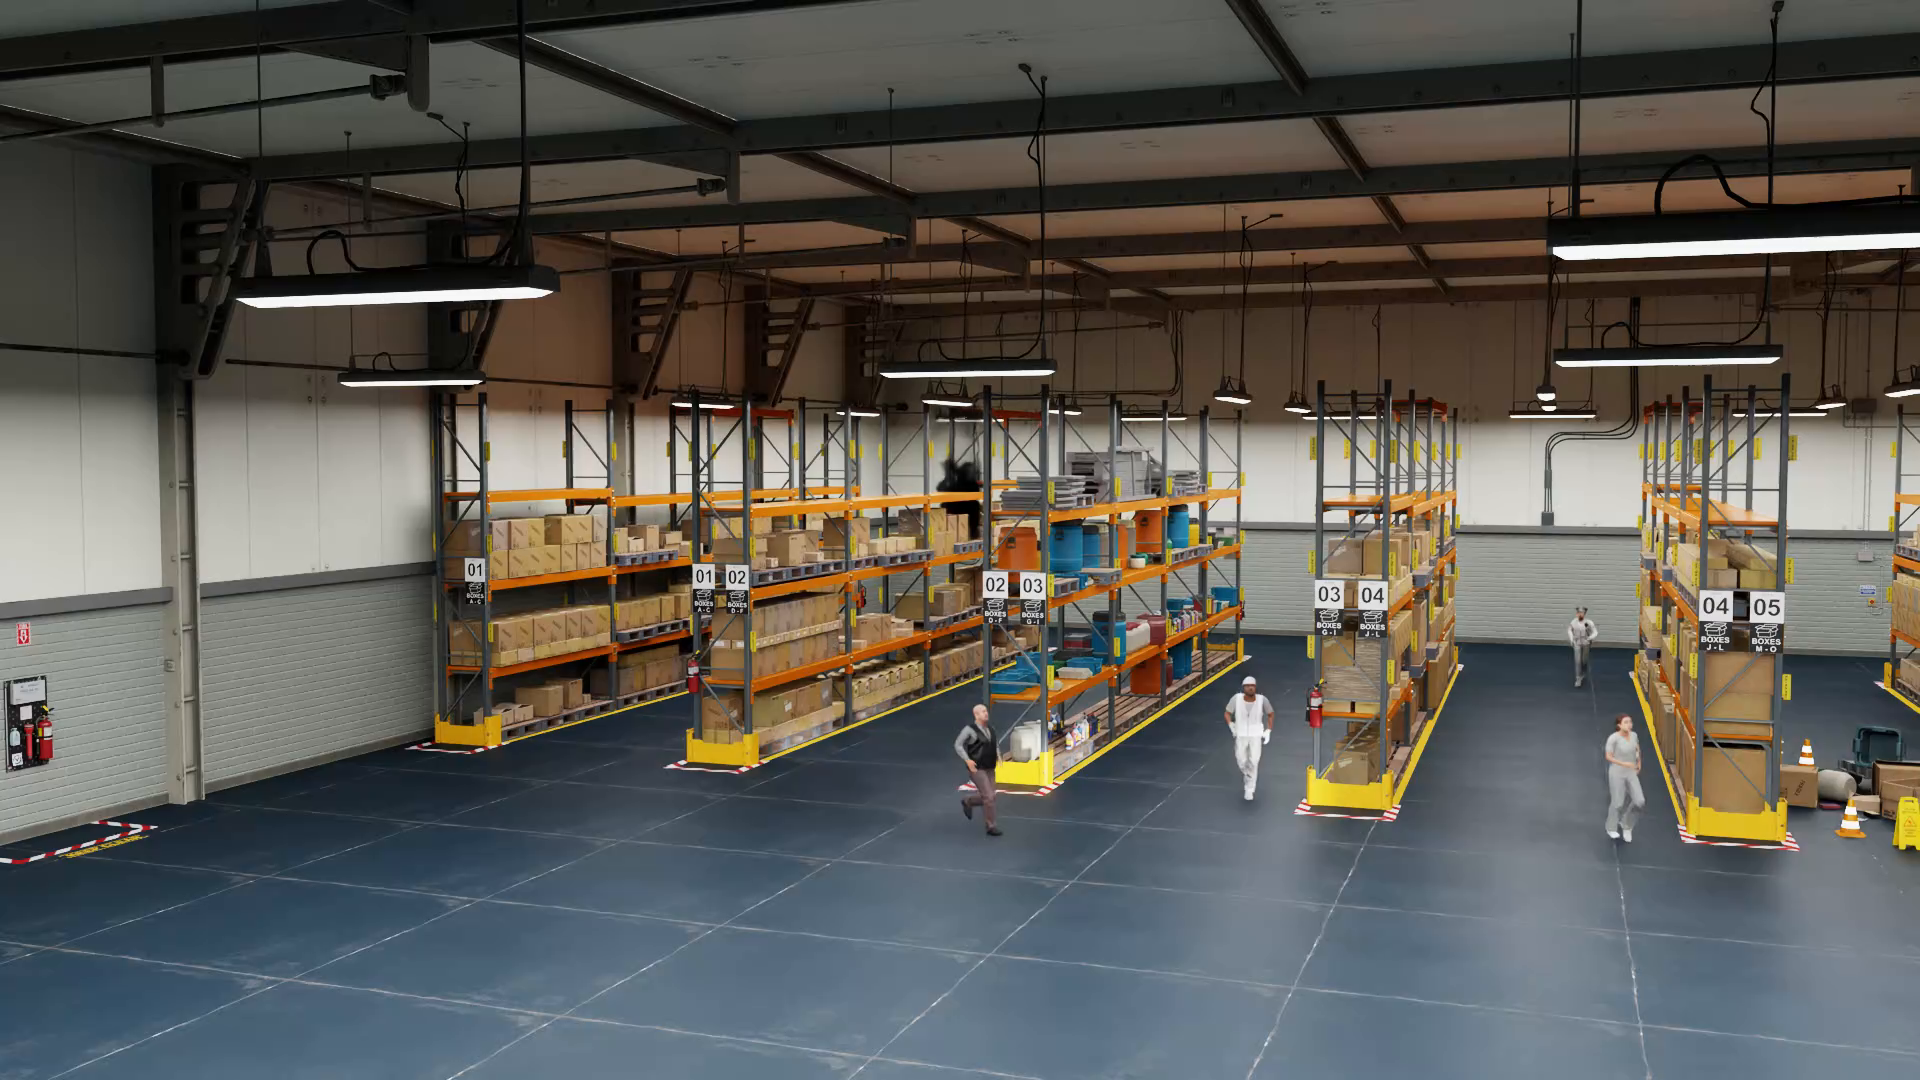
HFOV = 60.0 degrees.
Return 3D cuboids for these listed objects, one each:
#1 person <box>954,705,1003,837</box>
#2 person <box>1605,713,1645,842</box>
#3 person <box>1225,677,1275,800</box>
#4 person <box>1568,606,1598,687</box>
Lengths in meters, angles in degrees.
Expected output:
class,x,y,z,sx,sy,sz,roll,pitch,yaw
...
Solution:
class,x,y,z,sx,sy,sz,roll,pitch,yaw
person,0.262,3.003,21.821,0.847,1.690,0.697,3,4,44
person,8.526,3.050,21.289,0.581,1.684,0.667,-1,3,-10
person,4.205,2.856,24.191,0.718,1.761,0.641,1,3,14
person,13.312,2.254,35.557,0.614,1.693,0.840,1,3,26
